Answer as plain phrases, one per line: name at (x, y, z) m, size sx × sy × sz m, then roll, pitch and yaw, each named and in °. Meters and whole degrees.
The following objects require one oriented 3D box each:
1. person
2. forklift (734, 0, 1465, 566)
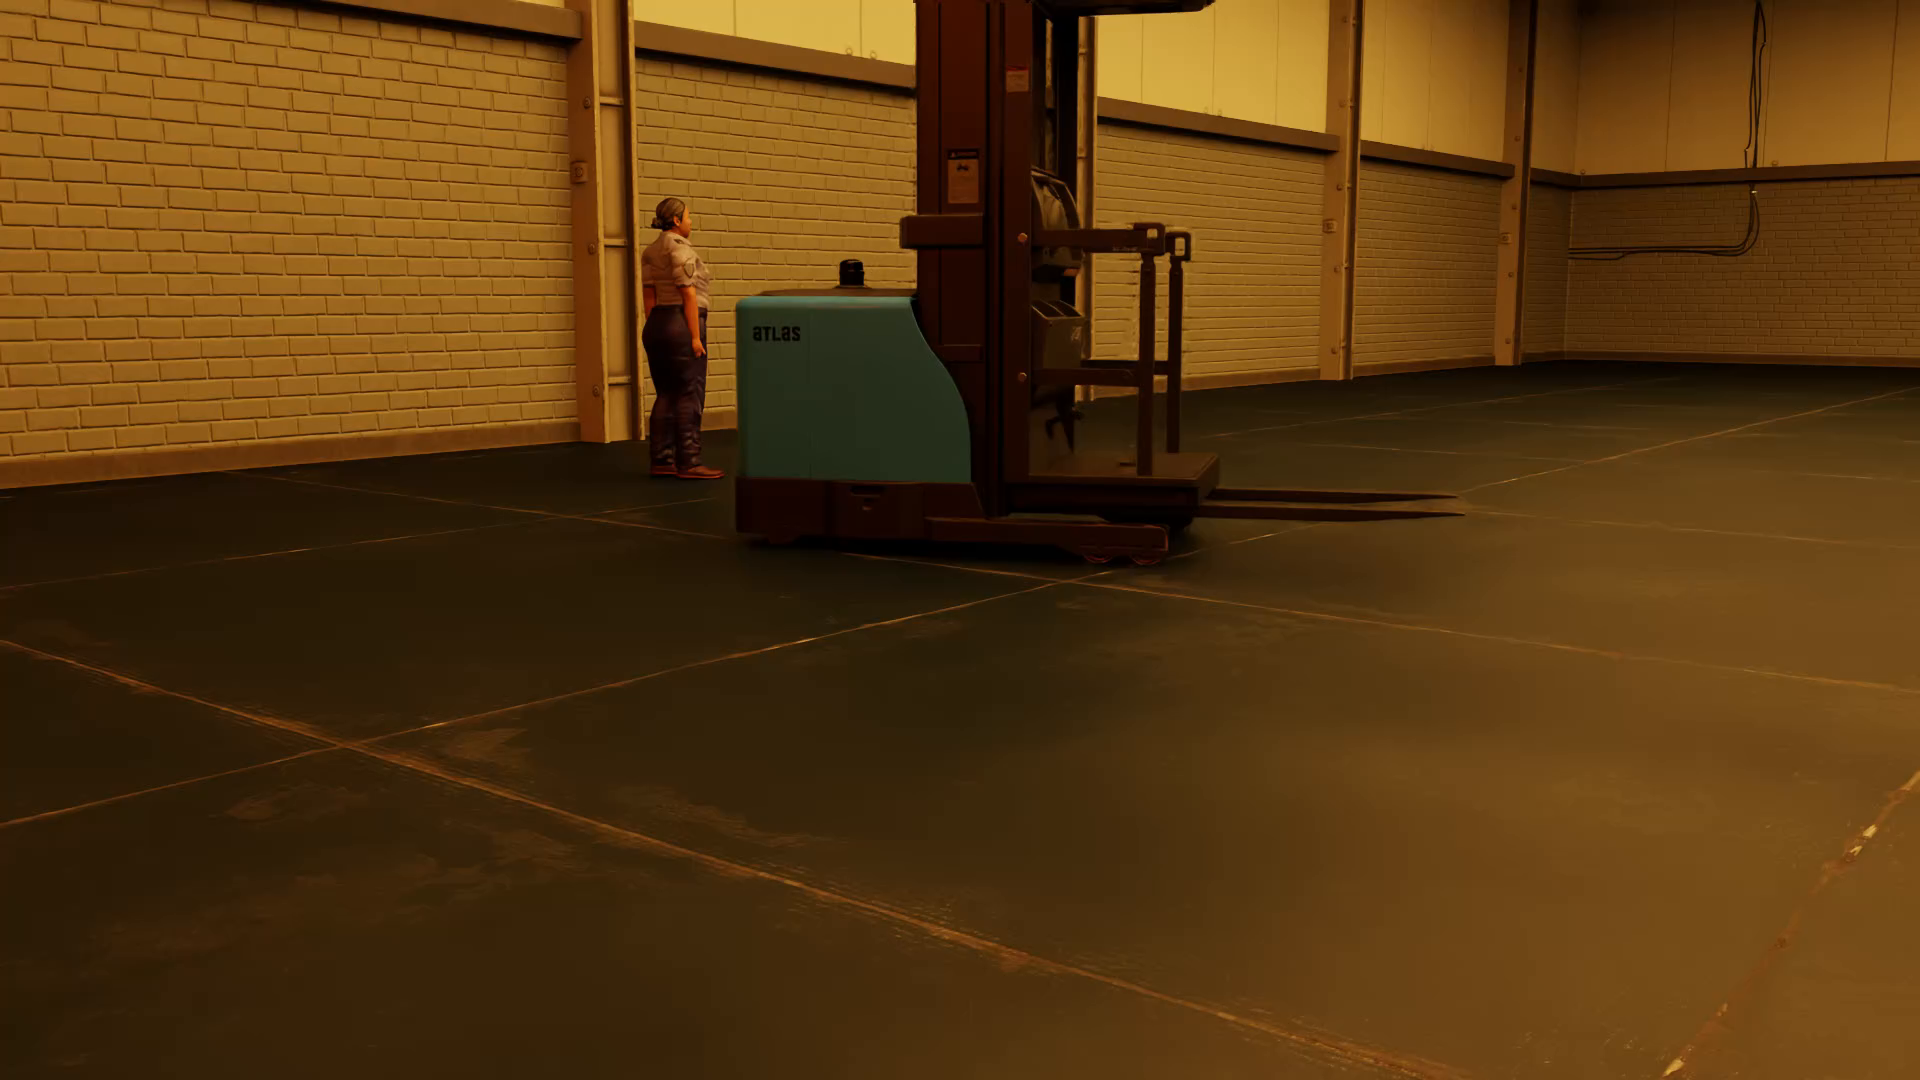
person at (-1.671, -1.191, 9.868) m, size 0.349 × 1.653 × 0.479 m, roll -8°, pitch 11°, yaw -42°
forklift at (0.603, -1.431, 7.062) m, size 3.031 × 2.935 × 1.130 m, roll 2°, pitch 9°, yaw 14°
